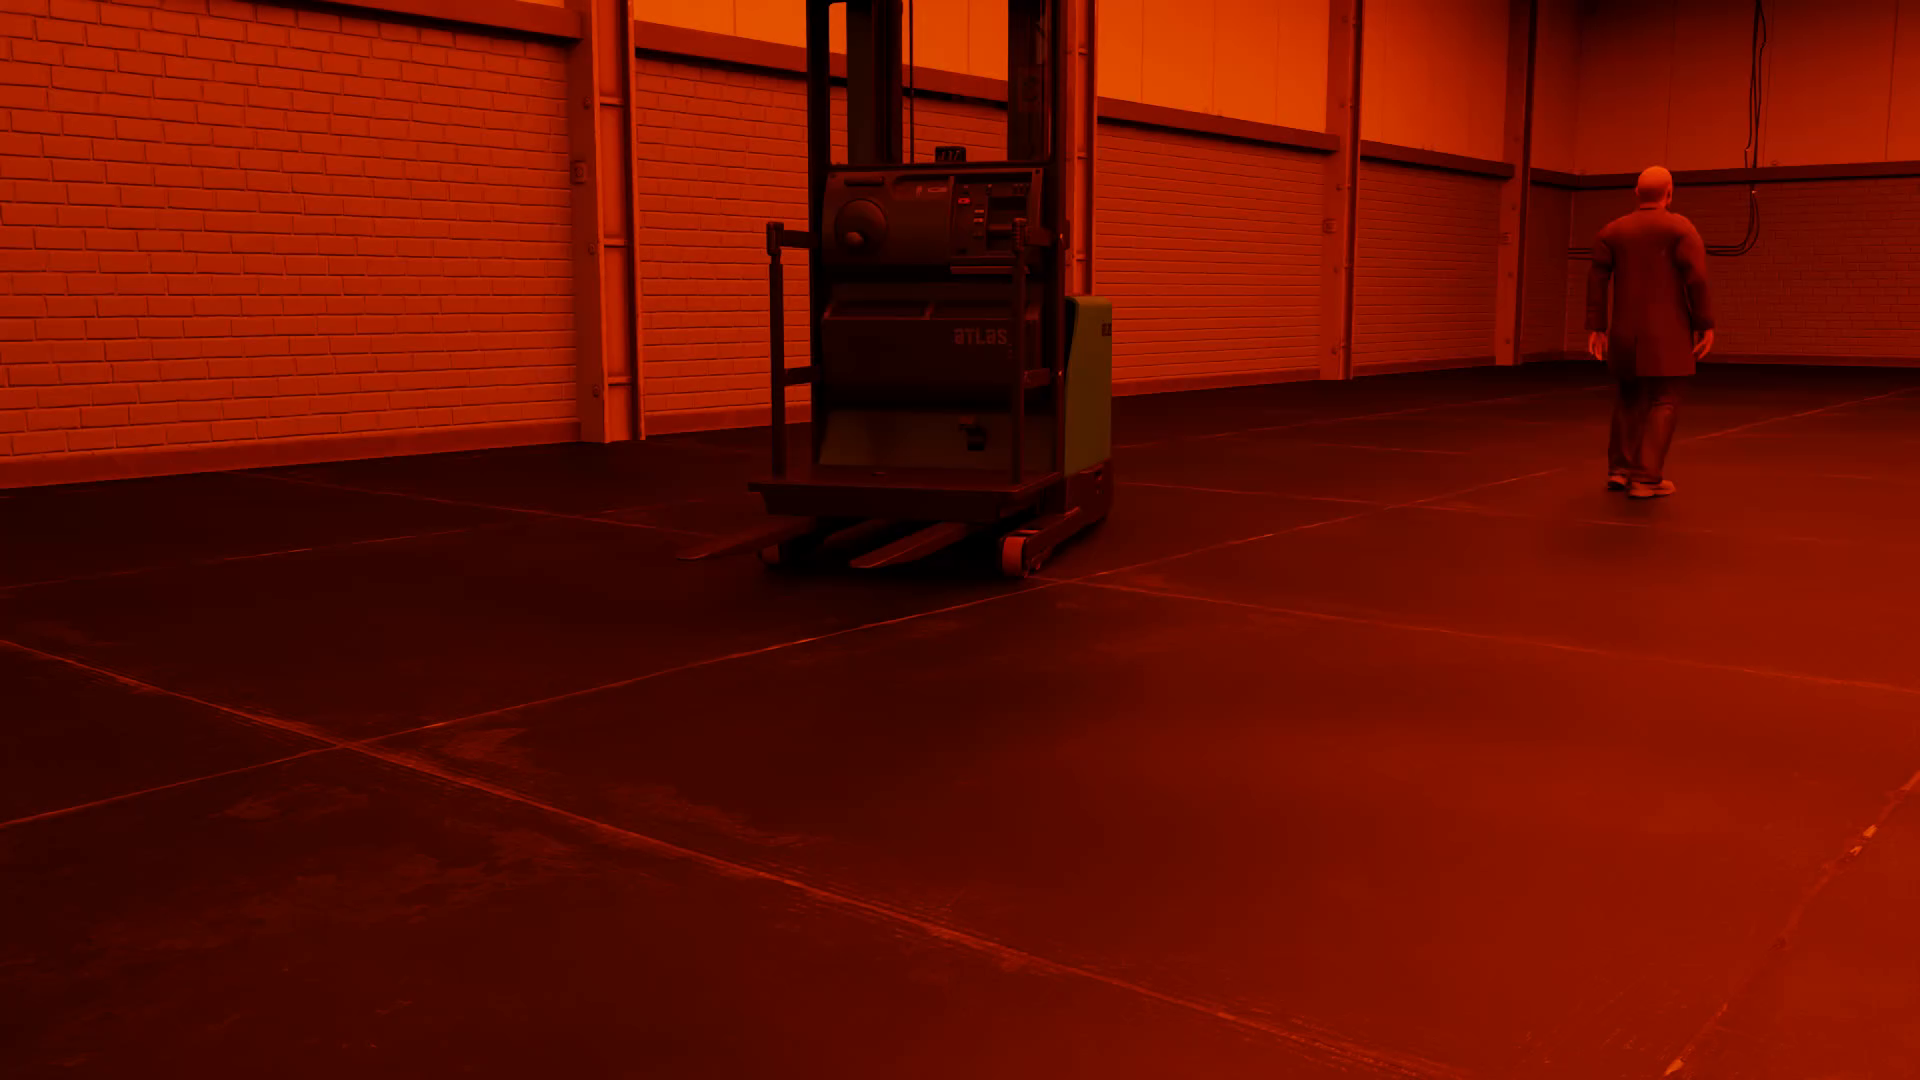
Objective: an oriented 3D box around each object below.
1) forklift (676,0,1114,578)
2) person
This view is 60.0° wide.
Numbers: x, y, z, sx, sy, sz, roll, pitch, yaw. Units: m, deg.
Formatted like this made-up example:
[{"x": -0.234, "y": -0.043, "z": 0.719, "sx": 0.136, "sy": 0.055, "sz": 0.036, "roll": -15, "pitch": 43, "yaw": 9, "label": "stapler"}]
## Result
[{"x": -0.176, "y": -1.366, "z": 6.616, "sx": 1.130, "sy": 2.935, "sz": 3.031, "roll": 3, "pitch": 9, "yaw": 17, "label": "forklift"}, {"x": 3.784, "y": -1.105, "z": 9.061, "sx": 0.593, "sy": 1.821, "sz": 0.682, "roll": -7, "pitch": 11, "yaw": -39, "label": "person"}]
